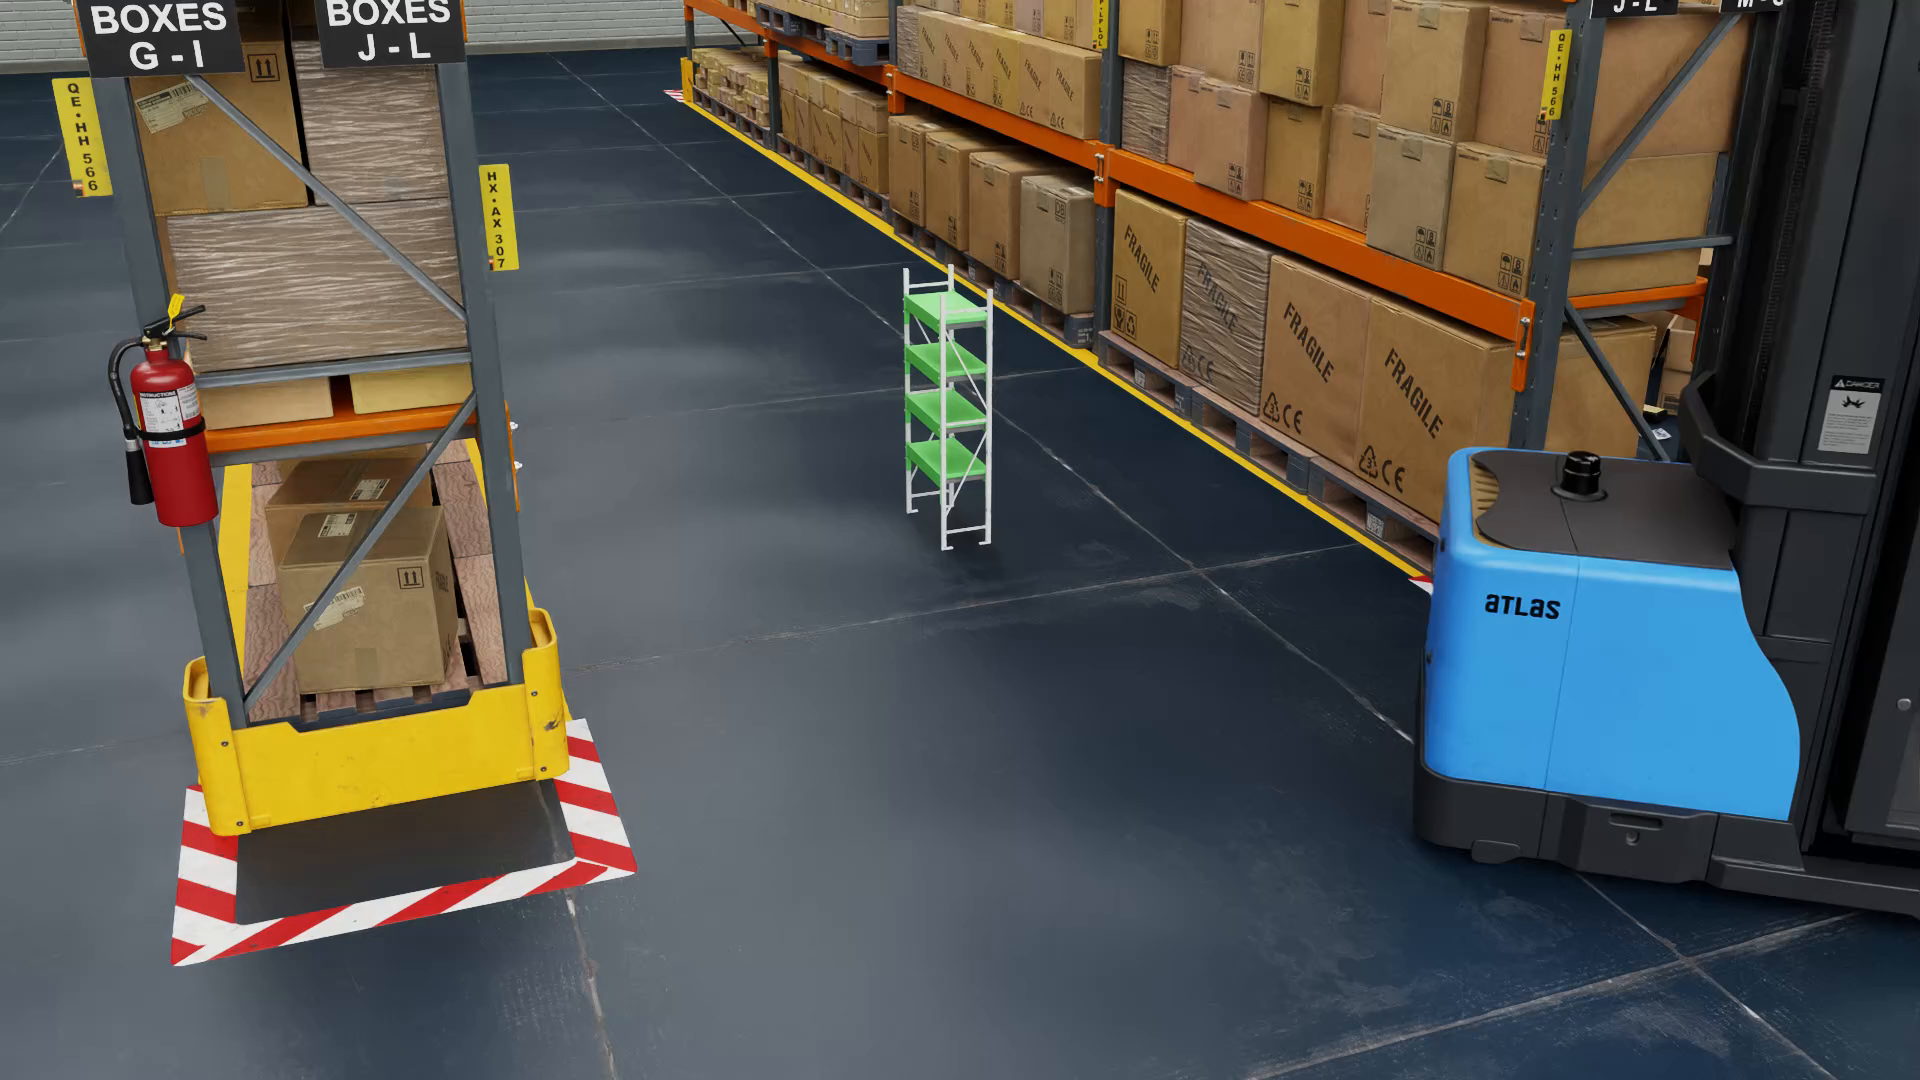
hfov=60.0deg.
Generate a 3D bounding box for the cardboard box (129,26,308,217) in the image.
[{"bbox_3d":[-2.361,-1.329,5.242,0.500,0.500,0.500,-8,24,-19],"label":"cardboard box"}]

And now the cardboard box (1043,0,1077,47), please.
[{"bbox_3d":[0.963,-3.489,10.751,0.700,0.500,0.500,-9,24,-20],"label":"cardboard box"}]

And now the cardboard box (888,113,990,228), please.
[{"bbox_3d":[0.046,-2.993,13.345,1.050,0.750,0.750,-9,24,-20],"label":"cardboard box"}]

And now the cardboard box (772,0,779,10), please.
[{"bbox_3d":[-1.601,-5.203,16.016,0.380,0.149,0.250,-8,24,-19],"label":"cardboard box"}]

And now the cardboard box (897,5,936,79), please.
[{"bbox_3d":[-0.179,-3.916,13.049,0.500,0.500,0.500,-8,24,-18],"label":"cardboard box"}]

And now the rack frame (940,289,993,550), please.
[{"bbox_3d":[0.028,-0.524,7.449,0.240,1.200,0.015,-8,24,-19],"label":"rack frame"}]

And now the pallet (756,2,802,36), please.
[{"bbox_3d":[-1.365,-5.137,16.323,1.003,0.211,1.213,-8,24,-19],"label":"pallet"}]

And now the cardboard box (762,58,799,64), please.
[{"bbox_3d":[-2.073,-5.493,19.285,0.380,0.149,0.250,-9,25,-21],"label":"cardboard box"}]

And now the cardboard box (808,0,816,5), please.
[{"bbox_3d":[-1.144,-4.870,14.842,0.380,0.149,0.250,-8,24,-18],"label":"cardboard box"}]

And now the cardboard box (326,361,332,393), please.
[{"bbox_3d":[-2.317,-0.569,5.563,0.380,0.149,0.250,-8,24,-19],"label":"cardboard box"}]

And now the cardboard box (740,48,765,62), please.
[{"bbox_3d":[-2.452,-5.874,20.188,0.380,0.149,0.250,-8,24,-18],"label":"cardboard box"}]

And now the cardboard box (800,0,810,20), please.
[{"bbox_3d":[-1.237,-4.829,15.128,0.380,0.149,0.250,-10,25,-21],"label":"cardboard box"}]

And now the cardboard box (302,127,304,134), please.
[{"bbox_3d":[-2.694,-1.442,6.797,0.875,0.500,0.500,-8,24,-19],"label":"cardboard box"}]

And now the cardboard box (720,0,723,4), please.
[{"bbox_3d":[-2.505,-6.138,18.775,0.380,0.149,0.250,-7,24,-17],"label":"cardboard box"}]

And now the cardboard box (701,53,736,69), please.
[{"bbox_3d":[-2.865,-5.701,19.777,0.380,0.149,0.250,-8,24,-19],"label":"cardboard box"}]

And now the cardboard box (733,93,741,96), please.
[{"bbox_3d":[-2.351,-4.979,18.830,0.380,0.149,0.250,-8,24,-18],"label":"cardboard box"}]

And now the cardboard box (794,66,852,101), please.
[{"bbox_3d":[-1.294,-4.412,16.069,0.500,0.250,0.500,-8,24,-18],"label":"cardboard box"}]

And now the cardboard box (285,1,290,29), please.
[{"bbox_3d":[-3.427,-2.418,7.826,0.500,0.500,0.500,-8,24,-19],"label":"cardboard box"}]

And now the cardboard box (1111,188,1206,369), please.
[{"bbox_3d":[1.484,-1.593,9.861,0.875,0.875,0.875,-8,24,-18],"label":"cardboard box"}]

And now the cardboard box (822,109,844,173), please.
[{"bbox_3d":[-0.944,-3.694,15.329,0.500,0.500,0.500,-9,25,-21],"label":"cardboard box"}]

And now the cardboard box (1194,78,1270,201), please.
[{"bbox_3d":[1.765,-2.144,8.781,0.875,0.550,0.550,-8,24,-19],"label":"cardboard box"}]

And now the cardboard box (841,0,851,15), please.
[{"bbox_3d":[-0.782,-4.498,13.960,0.380,0.149,0.250,-7,24,-17],"label":"cardboard box"}]

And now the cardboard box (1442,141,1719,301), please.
[{"bbox_3d":[2.567,-1.361,6.923,0.875,0.550,0.550,-8,24,-19],"label":"cardboard box"}]

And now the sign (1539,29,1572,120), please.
[{"bbox_3d":[2.228,-1.736,6.211,0.100,0.325,0.005,-8,24,-19],"label":"sign"}]

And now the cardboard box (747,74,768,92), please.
[{"bbox_3d":[-2.090,-4.947,17.990,0.380,0.149,0.250,-9,24,-19],"label":"cardboard box"}]

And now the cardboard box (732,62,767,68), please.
[{"bbox_3d":[-2.382,-5.340,18.921,0.380,0.149,0.250,-8,24,-19],"label":"cardboard box"}]

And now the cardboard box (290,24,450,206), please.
[{"bbox_3d":[-1.874,-1.400,5.411,0.500,0.500,0.500,-8,24,-19],"label":"cardboard box"}]

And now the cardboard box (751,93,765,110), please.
[{"bbox_3d":[-2.014,-4.707,17.804,0.380,0.149,0.250,-10,25,-22],"label":"cardboard box"}]

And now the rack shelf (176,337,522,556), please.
[{"bbox_3d":[-2.642,-0.914,6.983,1.077,0.370,4.000,-8,24,-19],"label":"rack shelf"}]

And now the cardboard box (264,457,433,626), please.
[{"bbox_3d":[-2.383,-0.002,6.571,0.500,0.500,0.500,-2,23,-5],"label":"cardboard box"}]

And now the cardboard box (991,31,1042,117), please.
[{"bbox_3d":[0.536,-3.183,11.310,0.500,0.500,0.500,-8,24,-18],"label":"cardboard box"}]

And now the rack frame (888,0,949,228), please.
[{"bbox_3d":[-0.085,-4.070,13.544,1.000,3.000,0.127,-8,24,-19],"label":"rack frame"}]

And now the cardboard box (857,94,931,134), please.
[{"bbox_3d":[-0.572,-3.669,14.306,0.500,0.250,0.500,-9,24,-20],"label":"cardboard box"}]

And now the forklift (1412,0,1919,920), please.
[{"bbox_3d":[3.036,-0.372,4.859,3.031,2.935,1.130,6,24,14],"label":"forklift"}]

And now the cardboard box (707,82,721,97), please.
[{"bbox_3d":[-2.775,-5.341,19.690,0.380,0.149,0.250,-8,24,-18],"label":"cardboard box"}]

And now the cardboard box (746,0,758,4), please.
[{"bbox_3d":[-1.934,-5.843,17.240,0.500,0.500,0.500,-8,24,-19],"label":"cardboard box"}]

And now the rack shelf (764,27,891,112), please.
[{"bbox_3d":[-0.792,-4.465,15.408,1.077,0.370,4.000,-8,24,-19],"label":"rack shelf"}]

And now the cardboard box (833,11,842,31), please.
[{"bbox_3d":[-0.867,-4.447,14.223,0.380,0.149,0.250,-8,24,-18],"label":"cardboard box"}]

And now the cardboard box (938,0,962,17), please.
[{"bbox_3d":[0.244,-4.228,12.504,0.700,0.500,0.500,-9,24,-20],"label":"cardboard box"}]

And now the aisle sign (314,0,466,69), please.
[{"bbox_3d":[-1.633,-1.736,4.659,0.394,0.787,0.004,-8,24,-19],"label":"aisle sign"}]

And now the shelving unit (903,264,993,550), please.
[{"bbox_3d":[-0.058,-0.613,7.660,0.258,1.200,0.503,-8,24,-19],"label":"shelving unit"}]

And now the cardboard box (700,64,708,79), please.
[{"bbox_3d":[-2.923,-5.661,20.065,0.380,0.149,0.250,-8,24,-19],"label":"cardboard box"}]

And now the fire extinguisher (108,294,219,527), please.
[{"bbox_3d":[-2.326,-0.379,4.886,0.296,0.674,0.183,-8,24,-19],"label":"fire extinguisher"}]

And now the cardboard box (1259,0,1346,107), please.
[{"bbox_3d":[1.986,-2.454,8.126,0.875,0.550,0.500,-8,24,-19],"label":"cardboard box"}]

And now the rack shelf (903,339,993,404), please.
[{"bbox_3d":[-0.058,-0.775,7.591,0.258,0.148,0.480,-8,24,-19],"label":"rack shelf"}]

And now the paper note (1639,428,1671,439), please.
[{"bbox_3d":[3.790,-0.582,9.093,0.144,0.017,0.142,0,23,-1],"label":"paper note"}]

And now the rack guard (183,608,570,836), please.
[{"bbox_3d":[-1.962,0.605,5.671,1.175,0.500,0.348,-8,24,-19],"label":"rack guard"}]

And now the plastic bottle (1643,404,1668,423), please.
[{"bbox_3d":[3.834,-0.731,9.405,0.133,0.061,0.283,-18,29,-37],"label":"plastic bottle"}]

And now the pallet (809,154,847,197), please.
[{"bbox_3d":[-0.787,-3.511,15.809,1.003,0.211,1.213,-8,24,-19],"label":"pallet"}]

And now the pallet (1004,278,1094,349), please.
[{"bbox_3d":[0.985,-1.601,11.278,1.003,0.211,1.213,-8,24,-19],"label":"pallet"}]
